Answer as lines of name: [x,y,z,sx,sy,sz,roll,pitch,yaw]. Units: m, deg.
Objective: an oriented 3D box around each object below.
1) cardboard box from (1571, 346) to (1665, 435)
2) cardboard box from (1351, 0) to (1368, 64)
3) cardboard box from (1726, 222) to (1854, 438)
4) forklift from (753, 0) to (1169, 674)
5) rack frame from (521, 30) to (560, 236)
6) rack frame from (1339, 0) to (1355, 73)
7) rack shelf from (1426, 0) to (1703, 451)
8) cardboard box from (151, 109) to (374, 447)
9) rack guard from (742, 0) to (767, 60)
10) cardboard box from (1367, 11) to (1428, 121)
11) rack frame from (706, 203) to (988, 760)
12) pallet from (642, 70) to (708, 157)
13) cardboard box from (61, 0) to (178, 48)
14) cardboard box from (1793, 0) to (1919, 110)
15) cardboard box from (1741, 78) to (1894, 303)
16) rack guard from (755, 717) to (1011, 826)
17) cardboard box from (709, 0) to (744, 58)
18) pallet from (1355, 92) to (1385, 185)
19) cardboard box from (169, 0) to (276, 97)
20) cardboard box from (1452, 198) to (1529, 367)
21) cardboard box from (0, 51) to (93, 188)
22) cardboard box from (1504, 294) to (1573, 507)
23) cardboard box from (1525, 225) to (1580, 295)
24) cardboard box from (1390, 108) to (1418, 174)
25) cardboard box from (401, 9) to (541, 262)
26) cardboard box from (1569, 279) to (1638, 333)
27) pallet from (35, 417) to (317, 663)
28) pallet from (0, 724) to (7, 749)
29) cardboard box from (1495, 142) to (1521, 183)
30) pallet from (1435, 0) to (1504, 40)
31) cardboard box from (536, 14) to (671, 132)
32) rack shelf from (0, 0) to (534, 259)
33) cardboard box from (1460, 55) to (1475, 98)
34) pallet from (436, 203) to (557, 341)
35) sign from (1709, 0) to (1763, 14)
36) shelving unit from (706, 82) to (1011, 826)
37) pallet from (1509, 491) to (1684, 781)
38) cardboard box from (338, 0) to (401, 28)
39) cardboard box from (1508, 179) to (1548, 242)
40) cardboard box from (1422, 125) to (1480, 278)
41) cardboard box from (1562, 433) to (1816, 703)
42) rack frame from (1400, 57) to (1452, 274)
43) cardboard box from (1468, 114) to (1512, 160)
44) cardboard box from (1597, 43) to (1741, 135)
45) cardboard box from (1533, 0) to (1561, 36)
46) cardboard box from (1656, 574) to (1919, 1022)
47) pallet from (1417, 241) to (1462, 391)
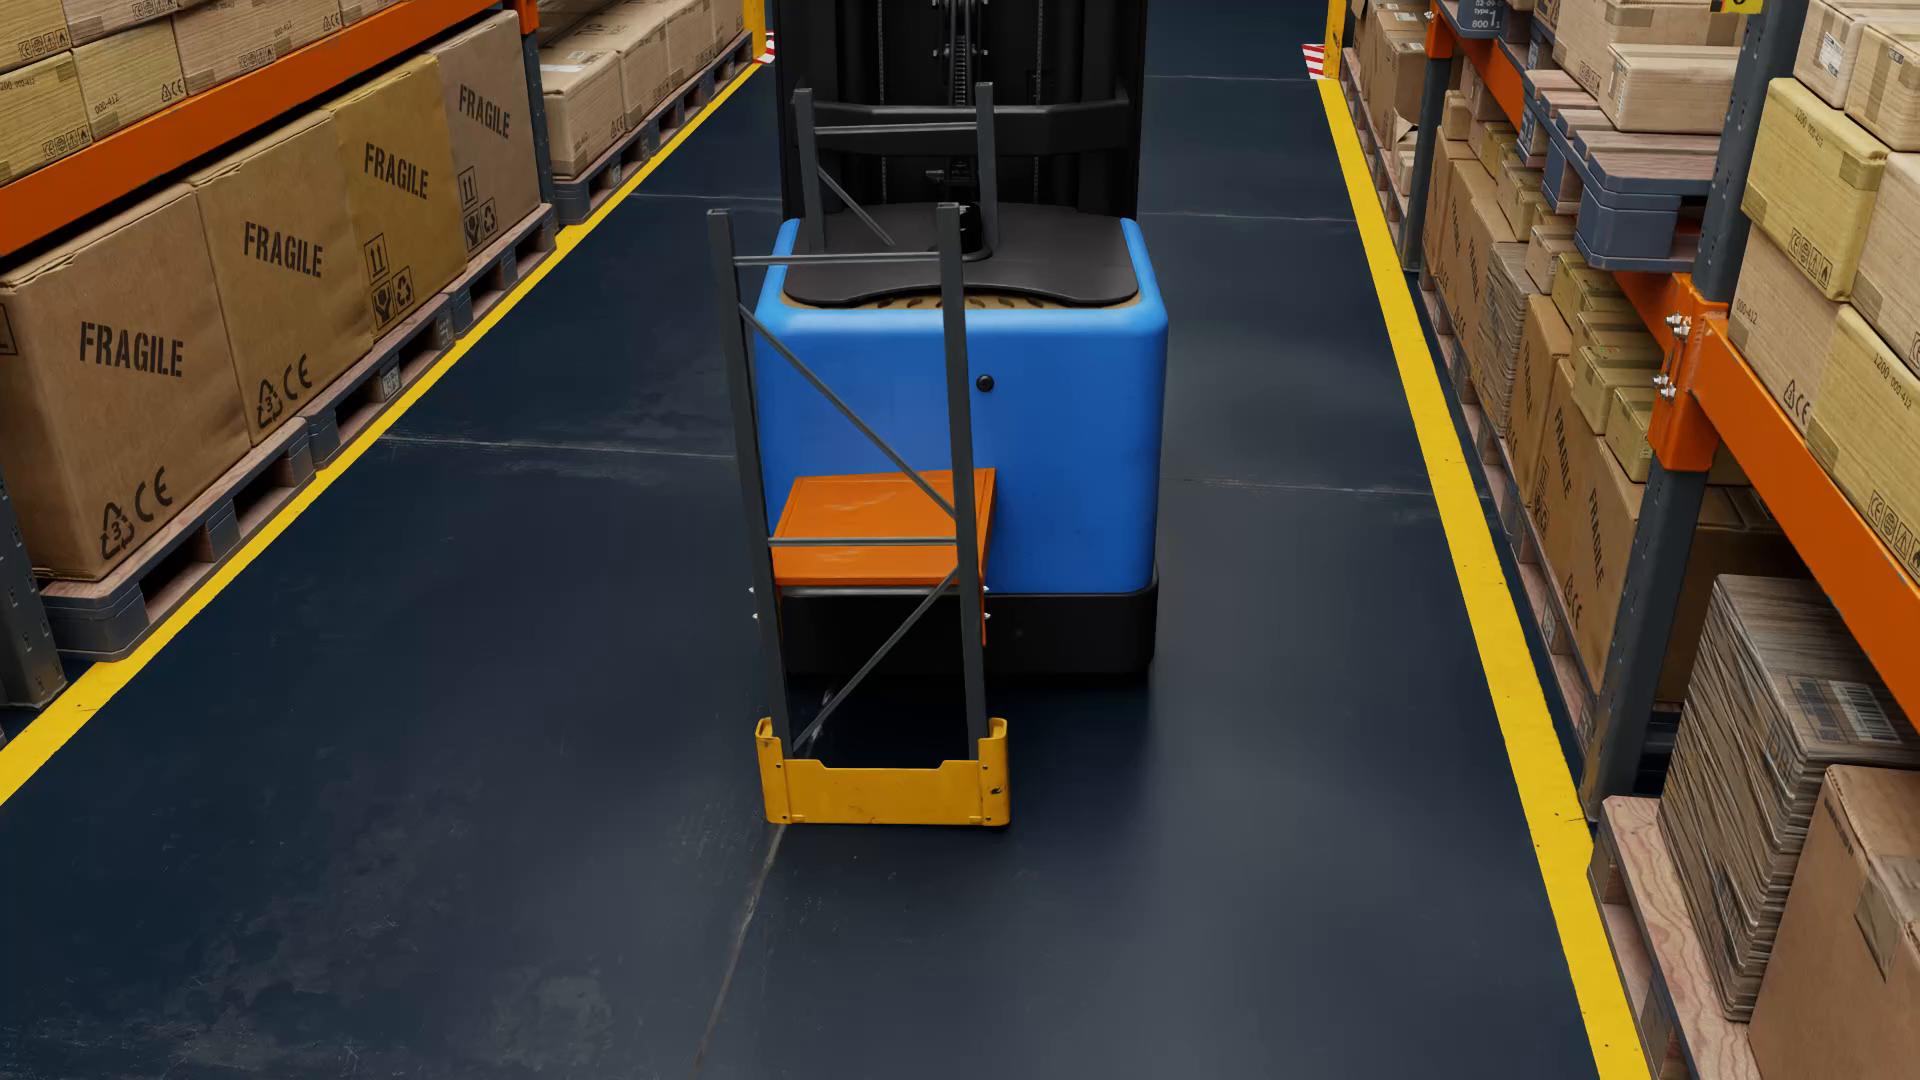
cardboard box: [1.818,-0.384,4.309,0.380,0.149,0.250,2,28,4]
cardboard box: [2.817,-3.206,10.227,0.797,0.503,0.637,2,28,4]
cardboard box: [1.709,-0.376,2.943,0.500,0.250,0.500,3,29,6]
forklift: [-0.002,-1.588,5.108,1.130,2.935,3.031,0,28,0]
rack frame: [-2.431,-2.806,7.296,1.000,3.000,0.127,3,28,6]
rack frame: [2.986,-4.402,10.258,1.000,3.000,0.127,3,28,6]
rack shelf: [2.251,-1.261,5.187,1.077,0.370,4.000,3,28,6]
cardboard box: [-2.641,-0.912,5.578,0.875,0.875,0.875,4,29,7]
rack guard: [-1.938,-3.600,11.404,1.175,0.500,0.348,3,28,6]
cardboard box: [2.510,-2.561,9.034,0.500,0.500,0.500,4,29,7]
rack frame: [-0.212,0.007,3.628,0.500,1.500,0.032,0,28,6]
pallet: [-2.113,-2.508,9.682,1.003,0.211,1.213,3,28,6]
cardboard box: [-2.549,-1.545,4.585,0.500,0.250,0.500,4,29,7]
cardboard box: [1.674,-0.833,2.844,0.380,0.149,0.250,4,29,8]
cardboard box: [1.684,-0.597,2.827,0.500,0.250,0.500,3,28,6]
rack guard: [-0.178,0.548,3.940,0.587,0.250,0.087,0,28,6]
cardboard box: [-1.922,-3.429,10.711,0.875,0.438,0.875,2,28,4]
pallet: [2.728,-2.191,9.094,1.003,0.211,1.213,3,28,6]
cardboard box: [-2.496,-1.562,5.145,0.500,0.250,0.500,4,29,8]
cardboard box: [2.092,-0.903,5.956,0.500,0.500,0.500,3,28,5]
cardboard box: [-2.611,-1.073,4.237,0.500,0.250,0.500,3,28,5]
cardboard box: [1.977,-0.414,5.048,0.500,0.500,0.500,5,29,8]
cardboard box: [2.005,-0.876,5.222,0.380,0.149,0.250,2,28,4]
cardboard box: [2.316,-1.948,8.143,0.396,0.266,0.258,4,29,8]
cardboard box: [-2.428,-1.759,7.150,0.875,0.875,0.875,4,29,8]
cardboard box: [1.971,-0.627,4.760,0.380,0.149,0.250,4,29,8]
pallet: [-2.750,-0.062,5.143,1.003,0.211,1.213,3,28,6]
pallet: [-3.018,0.672,3.779,1.003,0.211,1.213,3,28,6]
cardboard box: [2.190,-1.350,6.101,0.380,0.149,0.250,3,28,5]
pallet: [2.290,-2.065,6.123,1.003,0.211,1.213,3,28,6]
cardboard box: [-2.138,-2.574,9.123,0.875,0.438,0.875,3,28,5]
rack shelf: [-2.676,-1.548,5.719,1.077,0.370,4.000,3,28,6]
cardboard box: [2.248,-1.863,6.741,0.380,0.149,0.250,3,28,5]
pallet: [-2.451,-1.211,7.275,1.003,0.211,1.213,3,28,6]
sign: [1.466,-1.138,3.063,0.100,0.325,0.005,3,28,6]
shelving unit: [-0.170,-0.238,4.082,0.587,1.500,1.083,0,28,6]
pallet: [2.135,0.242,4.578,1.003,0.211,1.213,3,28,6]
cardboard box: [-2.380,-2.038,6.028,0.500,0.250,0.500,3,28,5]
cardboard box: [2.090,-1.118,5.671,0.380,0.149,0.250,4,29,8]
cardboard box: [2.213,-1.389,6.858,0.500,0.500,0.500,5,29,8]
cardboard box: [1.844,0.068,4.154,0.500,0.500,0.500,4,29,8]
rack frame: [2.496,-2.519,6.763,1.000,3.000,0.127,3,28,6]
cardboard box: [2.231,-1.601,6.568,0.380,0.149,0.250,3,28,5]
cardboard box: [1.705,-1.042,3.844,0.380,0.149,0.250,4,29,7]
cardboard box: [2.022,-1.646,4.591,0.797,0.503,0.637,3,28,5]
cardboard box: [1.916,0.517,3.189,0.875,0.625,0.625,4,29,8]
pallet: [2.434,-0.906,6.710,1.003,0.211,1.213,3,28,6]
